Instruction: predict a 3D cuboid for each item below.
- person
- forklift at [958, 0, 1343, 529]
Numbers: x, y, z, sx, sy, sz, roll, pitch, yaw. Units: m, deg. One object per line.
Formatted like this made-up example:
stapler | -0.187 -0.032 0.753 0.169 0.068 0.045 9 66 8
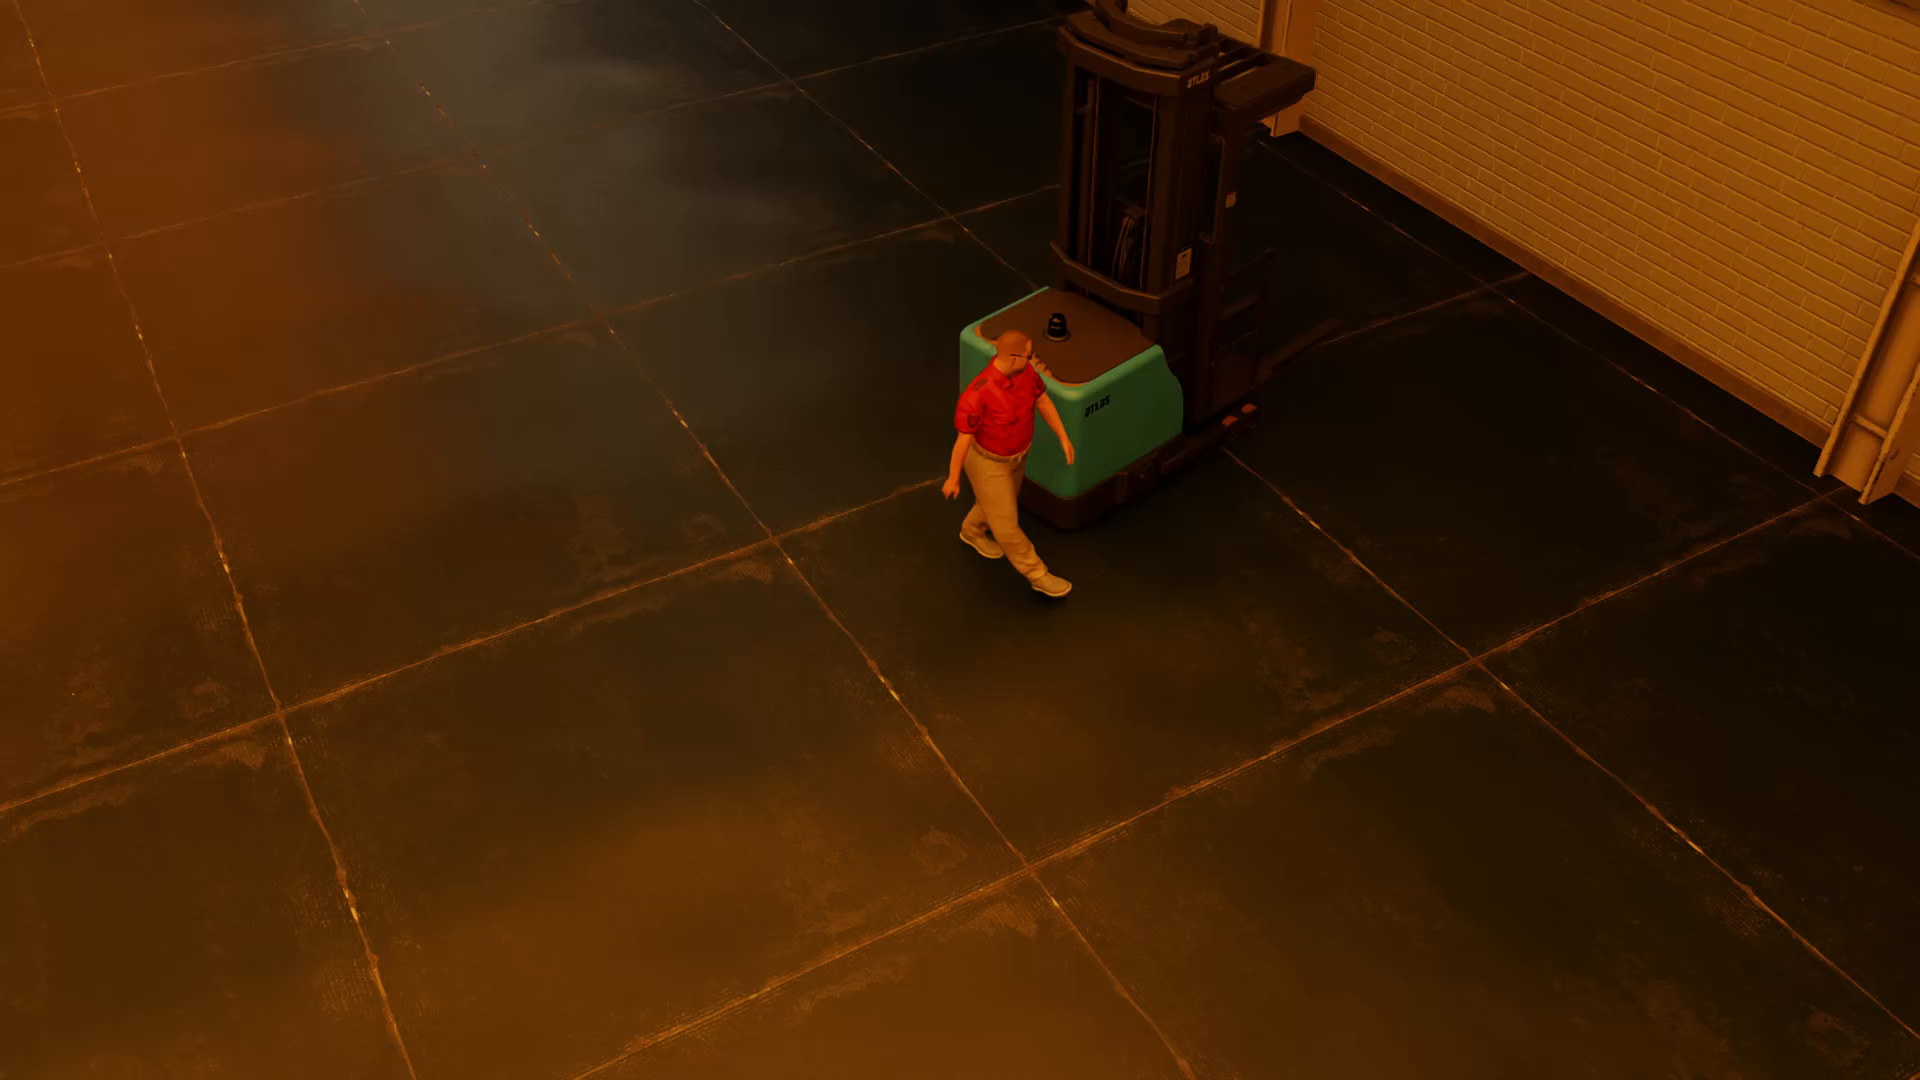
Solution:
person | 0.313 -0.423 9.533 0.925 1.678 0.716 24 46 27
forklift | 1.404 -2.014 10.464 3.031 2.935 1.130 -31 49 -32
